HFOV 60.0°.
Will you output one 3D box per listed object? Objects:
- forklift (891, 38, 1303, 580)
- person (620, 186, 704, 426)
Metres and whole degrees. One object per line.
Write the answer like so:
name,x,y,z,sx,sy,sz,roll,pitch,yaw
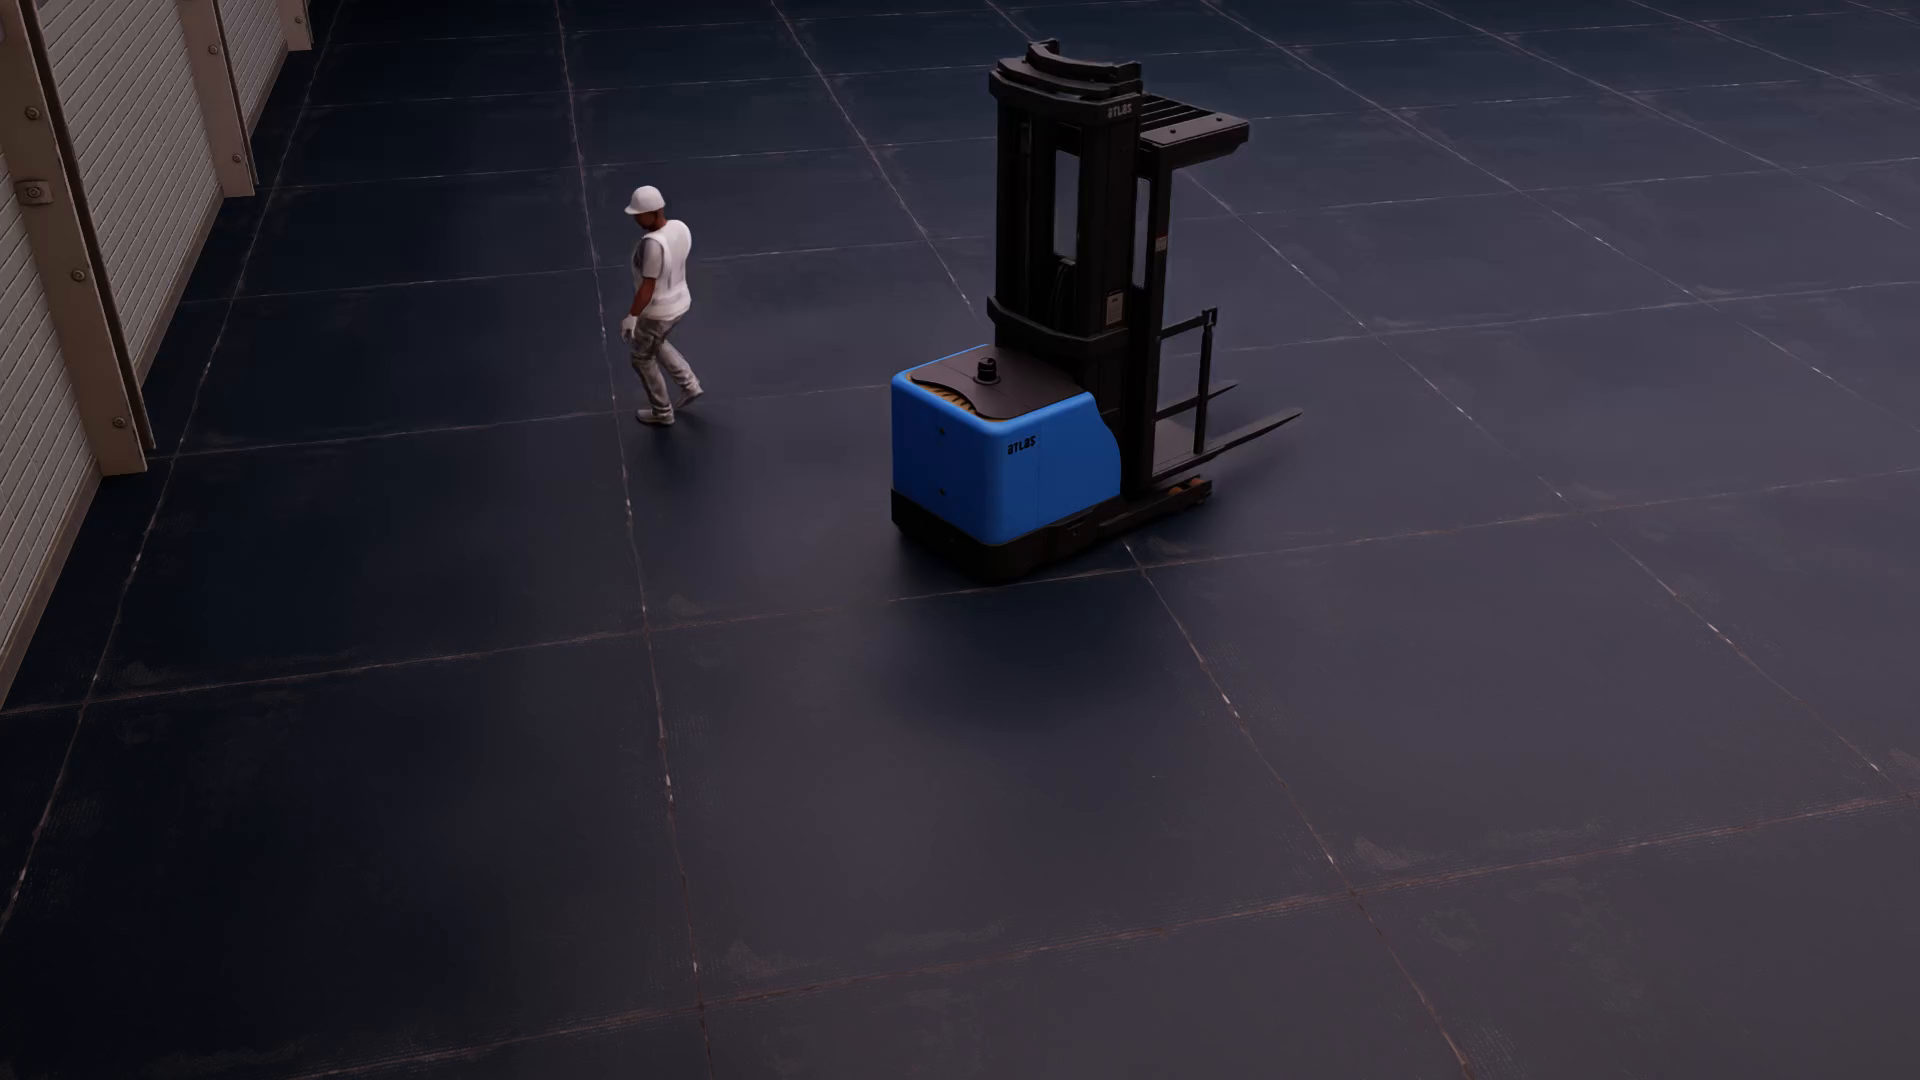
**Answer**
forklift,1.023,-1.628,10.386,3.031,2.935,1.130,-22,37,-33
person,-2.135,-1.605,11.530,0.492,1.746,0.802,13,33,21
